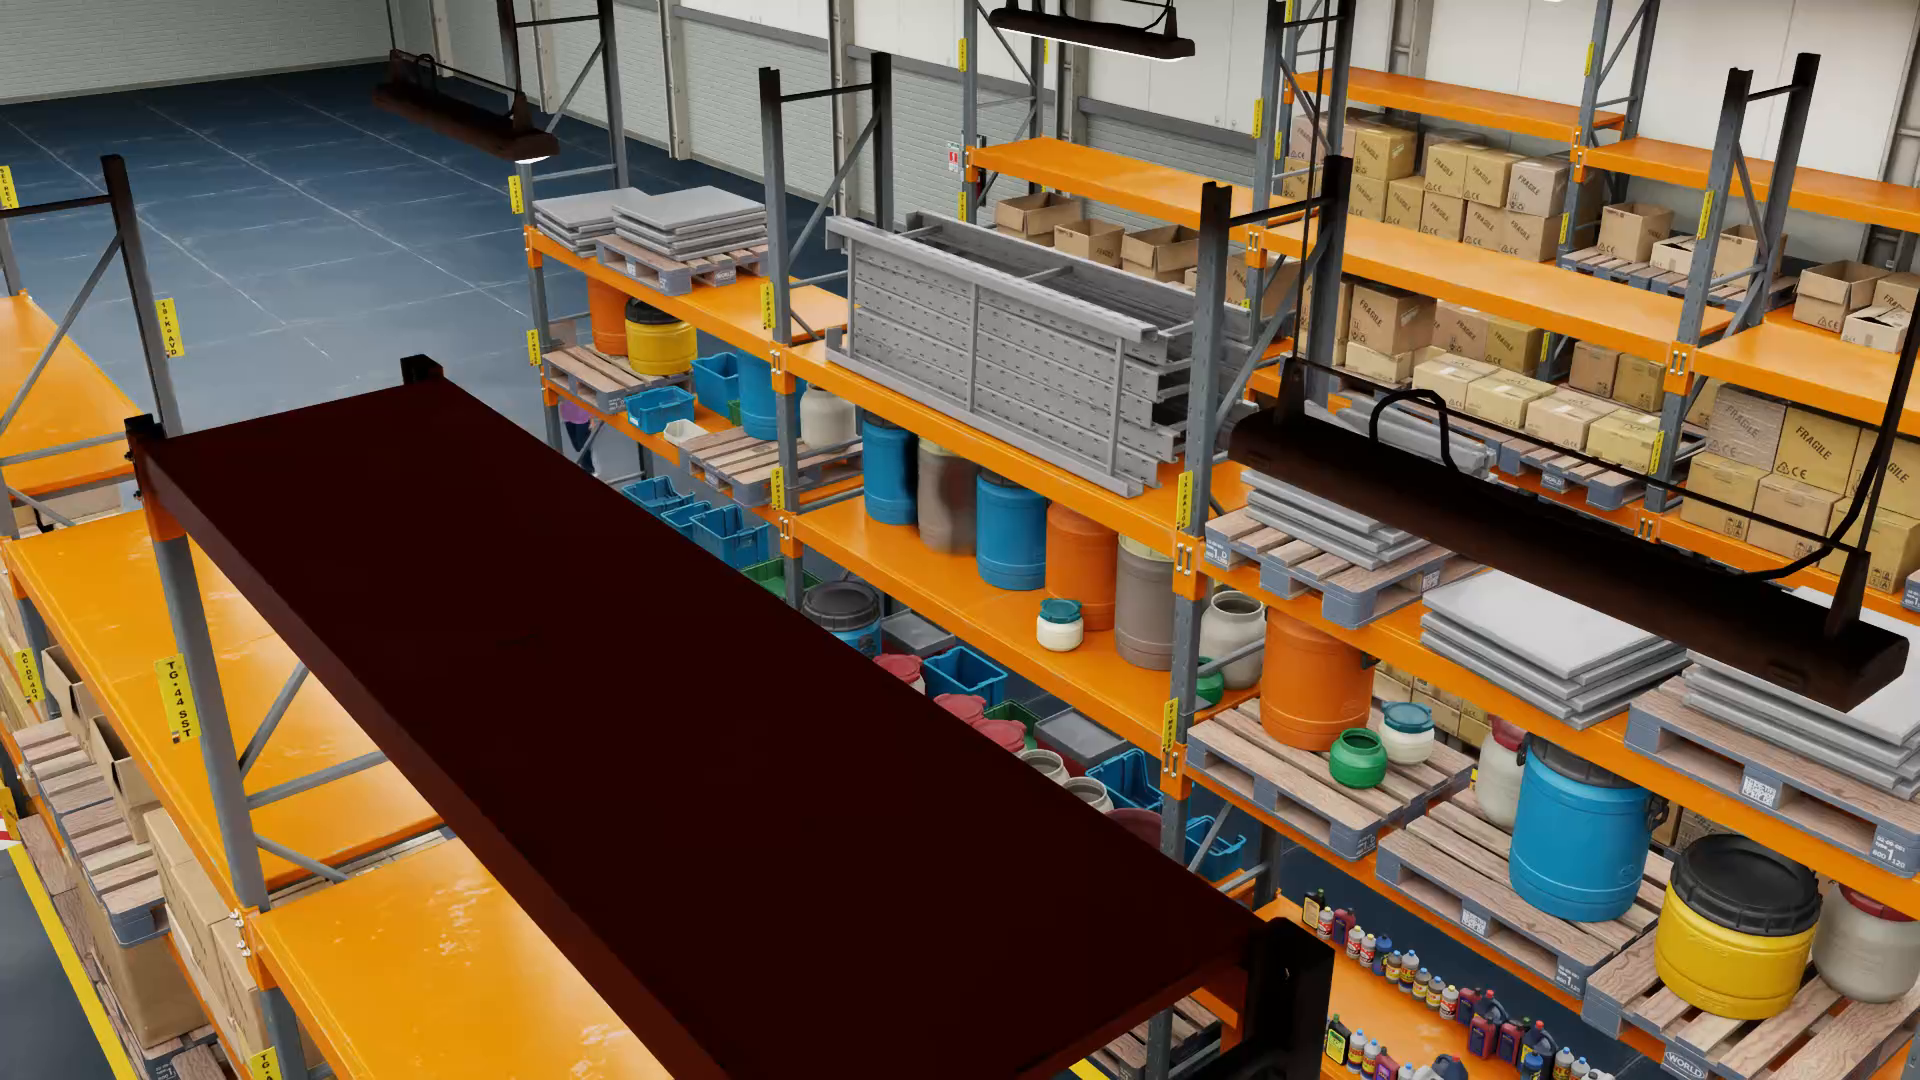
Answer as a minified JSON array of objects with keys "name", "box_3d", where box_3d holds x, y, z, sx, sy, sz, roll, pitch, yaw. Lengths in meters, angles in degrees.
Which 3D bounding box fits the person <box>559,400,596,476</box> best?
[{"name":"person","box_3d":[-4.425,-1.389,19.320,0.561,1.622,0.344,12,28,23]}]
